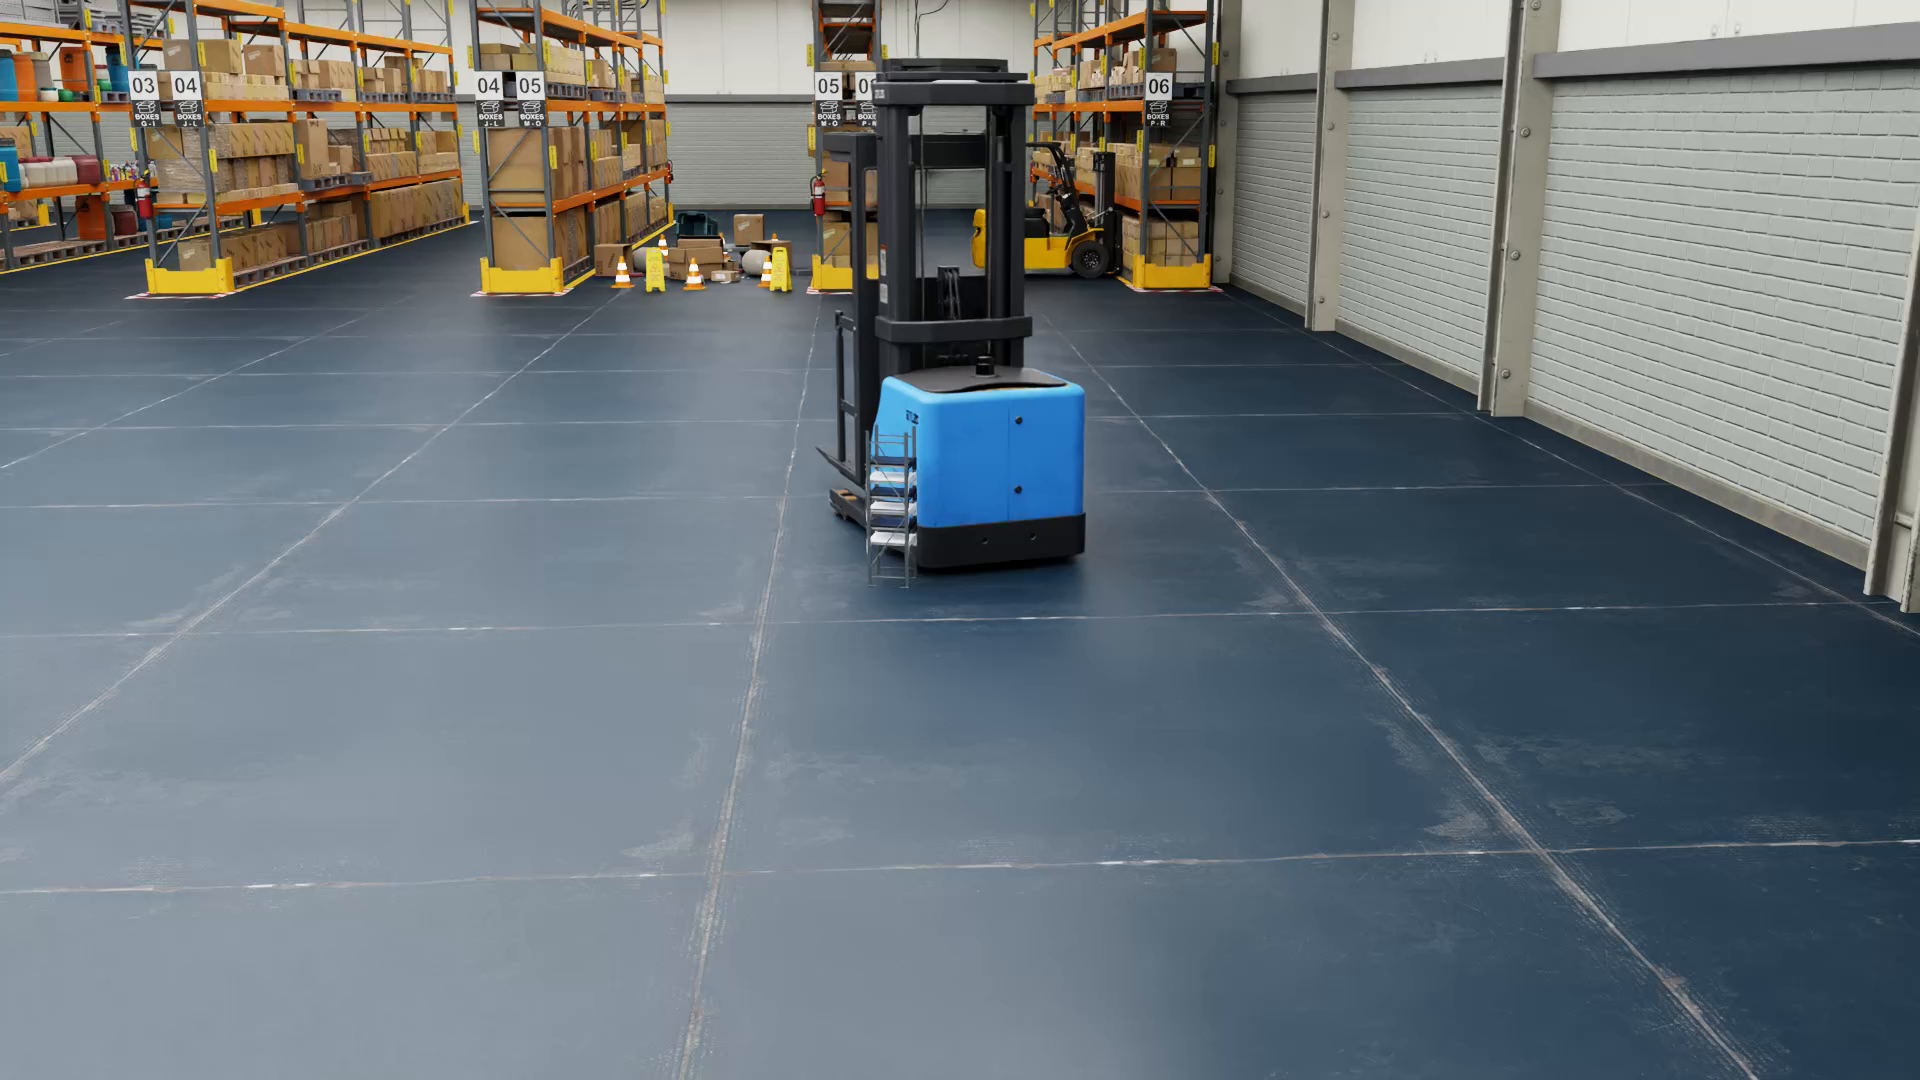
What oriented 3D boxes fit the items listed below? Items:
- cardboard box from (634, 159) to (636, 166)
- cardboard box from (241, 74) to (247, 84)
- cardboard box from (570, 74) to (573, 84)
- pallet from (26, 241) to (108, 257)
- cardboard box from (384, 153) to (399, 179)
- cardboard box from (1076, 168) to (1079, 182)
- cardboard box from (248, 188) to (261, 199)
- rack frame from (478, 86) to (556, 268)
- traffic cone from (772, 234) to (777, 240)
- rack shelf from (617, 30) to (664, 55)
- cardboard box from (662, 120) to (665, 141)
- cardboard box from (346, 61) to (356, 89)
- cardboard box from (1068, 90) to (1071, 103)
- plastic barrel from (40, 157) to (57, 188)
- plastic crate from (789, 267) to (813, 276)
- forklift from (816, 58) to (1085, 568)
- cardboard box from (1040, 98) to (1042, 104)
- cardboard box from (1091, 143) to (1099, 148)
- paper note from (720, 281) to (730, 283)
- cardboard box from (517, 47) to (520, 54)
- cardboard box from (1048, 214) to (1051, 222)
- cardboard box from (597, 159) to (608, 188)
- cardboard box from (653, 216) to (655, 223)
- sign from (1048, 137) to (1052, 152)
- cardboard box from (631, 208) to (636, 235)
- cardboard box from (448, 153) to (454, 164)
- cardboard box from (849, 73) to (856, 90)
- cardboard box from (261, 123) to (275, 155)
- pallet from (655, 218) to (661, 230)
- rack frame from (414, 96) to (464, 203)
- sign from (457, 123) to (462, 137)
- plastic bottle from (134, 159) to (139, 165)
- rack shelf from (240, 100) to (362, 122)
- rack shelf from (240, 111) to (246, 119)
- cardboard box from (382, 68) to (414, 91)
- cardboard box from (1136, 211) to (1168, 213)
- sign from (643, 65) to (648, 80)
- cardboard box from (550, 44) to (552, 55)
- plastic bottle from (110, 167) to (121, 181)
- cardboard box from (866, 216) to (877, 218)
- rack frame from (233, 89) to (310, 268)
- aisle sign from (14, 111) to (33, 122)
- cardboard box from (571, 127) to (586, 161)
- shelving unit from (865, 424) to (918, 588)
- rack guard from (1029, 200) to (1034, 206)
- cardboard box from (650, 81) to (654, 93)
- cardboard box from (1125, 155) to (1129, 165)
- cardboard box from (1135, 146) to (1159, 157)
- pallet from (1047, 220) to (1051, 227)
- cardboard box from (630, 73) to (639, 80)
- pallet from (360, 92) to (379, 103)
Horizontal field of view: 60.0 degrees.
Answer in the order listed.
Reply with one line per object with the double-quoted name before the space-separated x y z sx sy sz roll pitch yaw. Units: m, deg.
"cardboard box" -7.079 -8.002 35.269 0.380 0.149 0.250 -2 15 -6
"cardboard box" -11.484 -7.265 26.223 0.380 0.149 0.250 -1 14 -5
"cardboard box" -6.429 -7.396 26.692 0.380 0.149 0.250 -1 14 -4
"pallet" -16.990 -5.539 31.629 1.003 0.211 1.213 -1 14 -3
"cardboard box" -11.913 -7.712 34.280 0.500 0.500 0.500 -1 14 -3
"cardboard box" 2.573 -7.203 32.801 0.500 0.250 0.500 -1 14 -3
"cardboard box" -11.336 -5.497 26.374 0.380 0.149 0.250 -1 14 -3
"rack frame" -6.603 -5.221 24.797 1.000 3.000 0.127 -1 14 -3
"traffic cone" -3.391 -5.375 30.489 0.336 0.463 0.334 -1 14 -3
"rack shelf" -7.471 -11.258 37.672 1.077 0.370 4.000 -1 14 -3
"cardboard box" -7.318 -9.767 39.661 0.500 0.500 0.500 -1 14 -5
"cardboard box" -11.776 -8.787 31.435 0.500 0.500 0.500 -1 14 -2
"cardboard box" 2.483 -9.018 33.838 0.500 0.250 0.500 -1 14 -3
"plastic barrel" -16.664 -6.685 30.215 0.433 0.535 0.433 0 14 0
"plastic crate" -2.638 -4.500 27.855 0.402 0.080 0.583 -6 16 -23
"forklift" -0.234 -1.579 10.782 1.130 2.935 3.031 -5 15 -19
"cardboard box" 2.079 -10.244 38.807 0.380 0.149 0.250 -1 14 -3
"cardboard box" 2.913 -7.772 33.668 0.500 0.500 0.500 0 14 -1
"paper note" -3.714 -4.089 26.356 0.148 0.019 0.142 -6 16 -23
"cardboard box" -7.041 -7.584 25.825 0.380 0.149 0.250 -1 14 -4
"cardboard box" 2.214 -7.341 37.916 0.380 0.149 0.250 -1 14 -5
"cardboard box" -6.675 -6.649 30.147 0.500 0.500 0.500 -1 14 -4
"cardboard box" -7.065 -7.189 37.328 0.380 0.149 0.250 0 14 -2
"sign" 2.000 -8.793 36.945 0.100 0.325 0.005 -1 14 -3
"cardboard box" -6.923 -6.508 33.974 0.500 0.500 0.500 -1 14 -3
"cardboard box" -12.226 -8.977 39.102 0.500 0.250 0.500 -1 14 -4
"cardboard box" -1.434 -6.975 25.302 0.500 0.250 0.500 -1 14 -4
"cardboard box" -11.443 -6.484 26.904 0.500 0.500 0.500 -1 14 -3
"pallet" -7.502 -7.325 38.573 1.003 0.211 1.213 -1 14 -3
"rack frame" -12.551 -9.148 40.063 1.000 3.000 0.127 -1 14 -3
"sign" -12.009 -9.829 39.908 0.100 0.325 0.005 -1 14 -3
"plastic bottle" -17.546 -7.951 35.507 0.144 0.351 0.185 -1 14 -3
"rack shelf" -11.932 -7.766 30.113 1.077 0.370 4.000 -1 14 -3
"rack shelf" -17.371 -9.679 37.548 1.077 0.370 4.000 -1 14 -3
"cardboard box" -12.412 -10.100 36.498 0.700 0.500 0.500 -2 15 -7
"cardboard box" 3.307 -5.505 28.572 0.500 0.250 0.500 -1 14 -4
"sign" -6.793 -10.108 35.946 0.100 0.325 0.005 -1 14 -3
"cardboard box" -6.321 -7.340 24.875 0.380 0.149 0.250 -1 14 -3
"plastic bottle" -16.732 -7.250 32.933 0.152 0.276 0.135 -1 14 -3
"cardboard box" -1.505 -5.023 27.198 0.500 0.500 0.500 -1 14 -2
"rack frame" -11.808 -6.164 28.464 1.000 3.000 0.127 -1 14 -3
"aisle sign" -22.137 -10.277 39.232 0.394 0.787 0.004 -1 14 -3
"cardboard box" -6.712 -6.584 27.627 0.875 0.550 0.550 -1 14 -3
"shelving unit" -0.389 -0.191 9.464 0.258 0.900 0.210 3 15 11
"rack guard" 2.298 -8.149 41.197 1.175 0.500 0.348 -1 14 -3
"cardboard box" -7.181 -10.200 37.428 0.500 0.250 0.500 -1 14 -2
"cardboard box" 2.880 -6.163 26.957 0.380 0.149 0.250 -1 14 -3
"cardboard box" 2.963 -6.118 26.184 0.380 0.149 0.250 -1 14 -2
"pallet" 2.500 -7.204 38.104 1.003 0.211 1.213 -1 14 -3
"cardboard box" -7.123 -10.096 36.225 0.380 0.149 0.250 -1 14 -4
"pallet" -12.148 -8.679 32.599 1.213 0.211 1.003 0 14 -1
